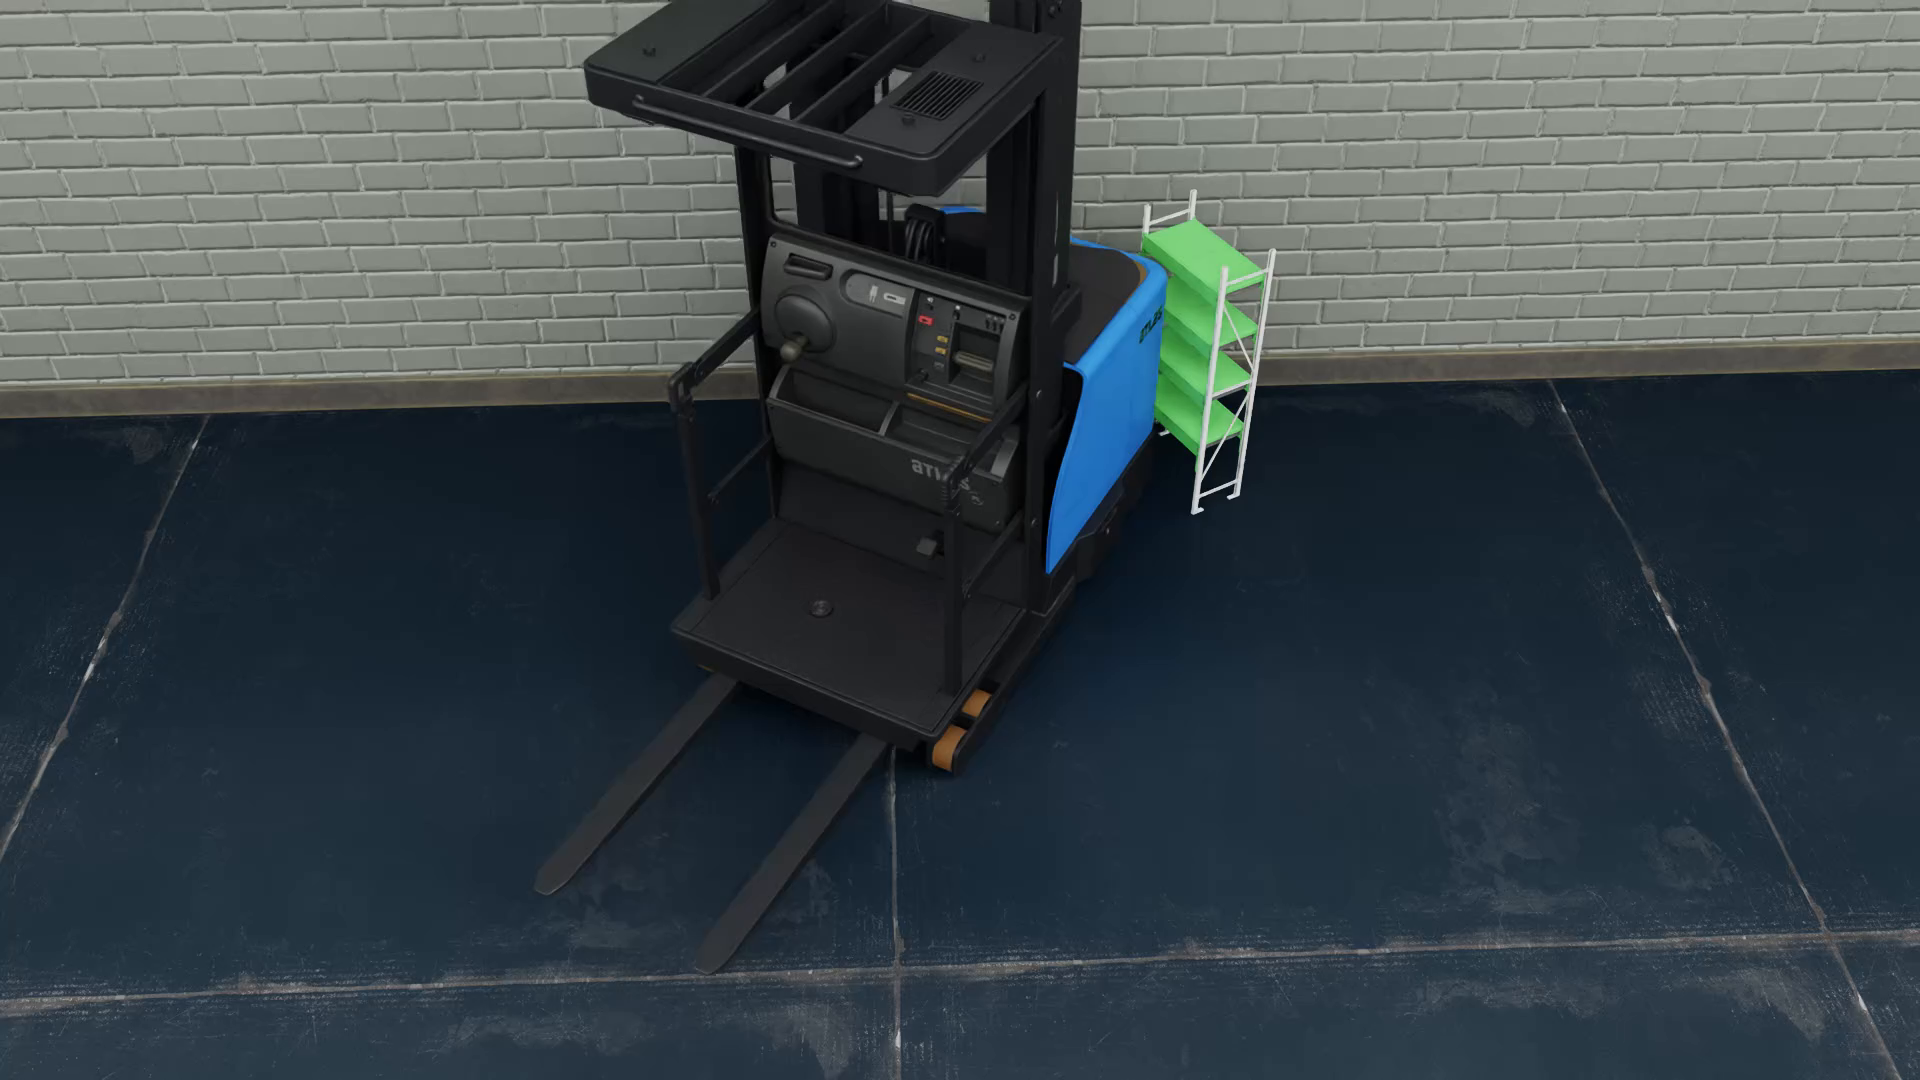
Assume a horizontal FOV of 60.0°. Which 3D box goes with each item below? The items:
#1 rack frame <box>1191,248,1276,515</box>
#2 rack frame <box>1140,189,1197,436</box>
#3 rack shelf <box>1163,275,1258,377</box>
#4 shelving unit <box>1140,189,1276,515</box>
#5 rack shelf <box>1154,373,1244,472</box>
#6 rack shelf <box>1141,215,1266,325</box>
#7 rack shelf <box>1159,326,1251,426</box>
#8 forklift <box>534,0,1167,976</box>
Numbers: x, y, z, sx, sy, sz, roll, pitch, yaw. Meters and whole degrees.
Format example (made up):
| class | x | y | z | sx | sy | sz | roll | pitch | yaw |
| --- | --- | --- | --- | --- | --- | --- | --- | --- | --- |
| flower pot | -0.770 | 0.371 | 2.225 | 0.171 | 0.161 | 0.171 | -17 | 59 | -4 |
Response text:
| class | x | y | z | sx | sy | sz | roll | pitch | yaw |
| --- | --- | --- | --- | --- | --- | --- | --- | --- | --- |
| rack frame | 1.061 | -0.592 | 6.507 | 0.240 | 1.200 | 0.015 | -22 | 47 | -22 |
| rack frame | 0.813 | -0.875 | 6.817 | 0.240 | 1.200 | 0.015 | -22 | 47 | -22 |
| rack shelf | 0.937 | -0.863 | 6.543 | 0.258 | 0.148 | 0.480 | -22 | 47 | -22 |
| shelving unit | 0.937 | -0.734 | 6.662 | 0.258 | 1.200 | 0.503 | -22 | 47 | -22 |
| rack shelf | 0.937 | -0.509 | 6.868 | 0.258 | 0.148 | 0.480 | -22 | 47 | -22 |
| rack shelf | 0.937 | -1.040 | 6.381 | 0.258 | 0.148 | 0.480 | -22 | 47 | -22 |
| rack shelf | 0.937 | -0.686 | 6.705 | 0.258 | 0.148 | 0.480 | -22 | 47 | -22 |
| forklift | -0.335 | -0.617 | 5.254 | 1.130 | 2.935 | 3.031 | 20 | 46 | 20 |
